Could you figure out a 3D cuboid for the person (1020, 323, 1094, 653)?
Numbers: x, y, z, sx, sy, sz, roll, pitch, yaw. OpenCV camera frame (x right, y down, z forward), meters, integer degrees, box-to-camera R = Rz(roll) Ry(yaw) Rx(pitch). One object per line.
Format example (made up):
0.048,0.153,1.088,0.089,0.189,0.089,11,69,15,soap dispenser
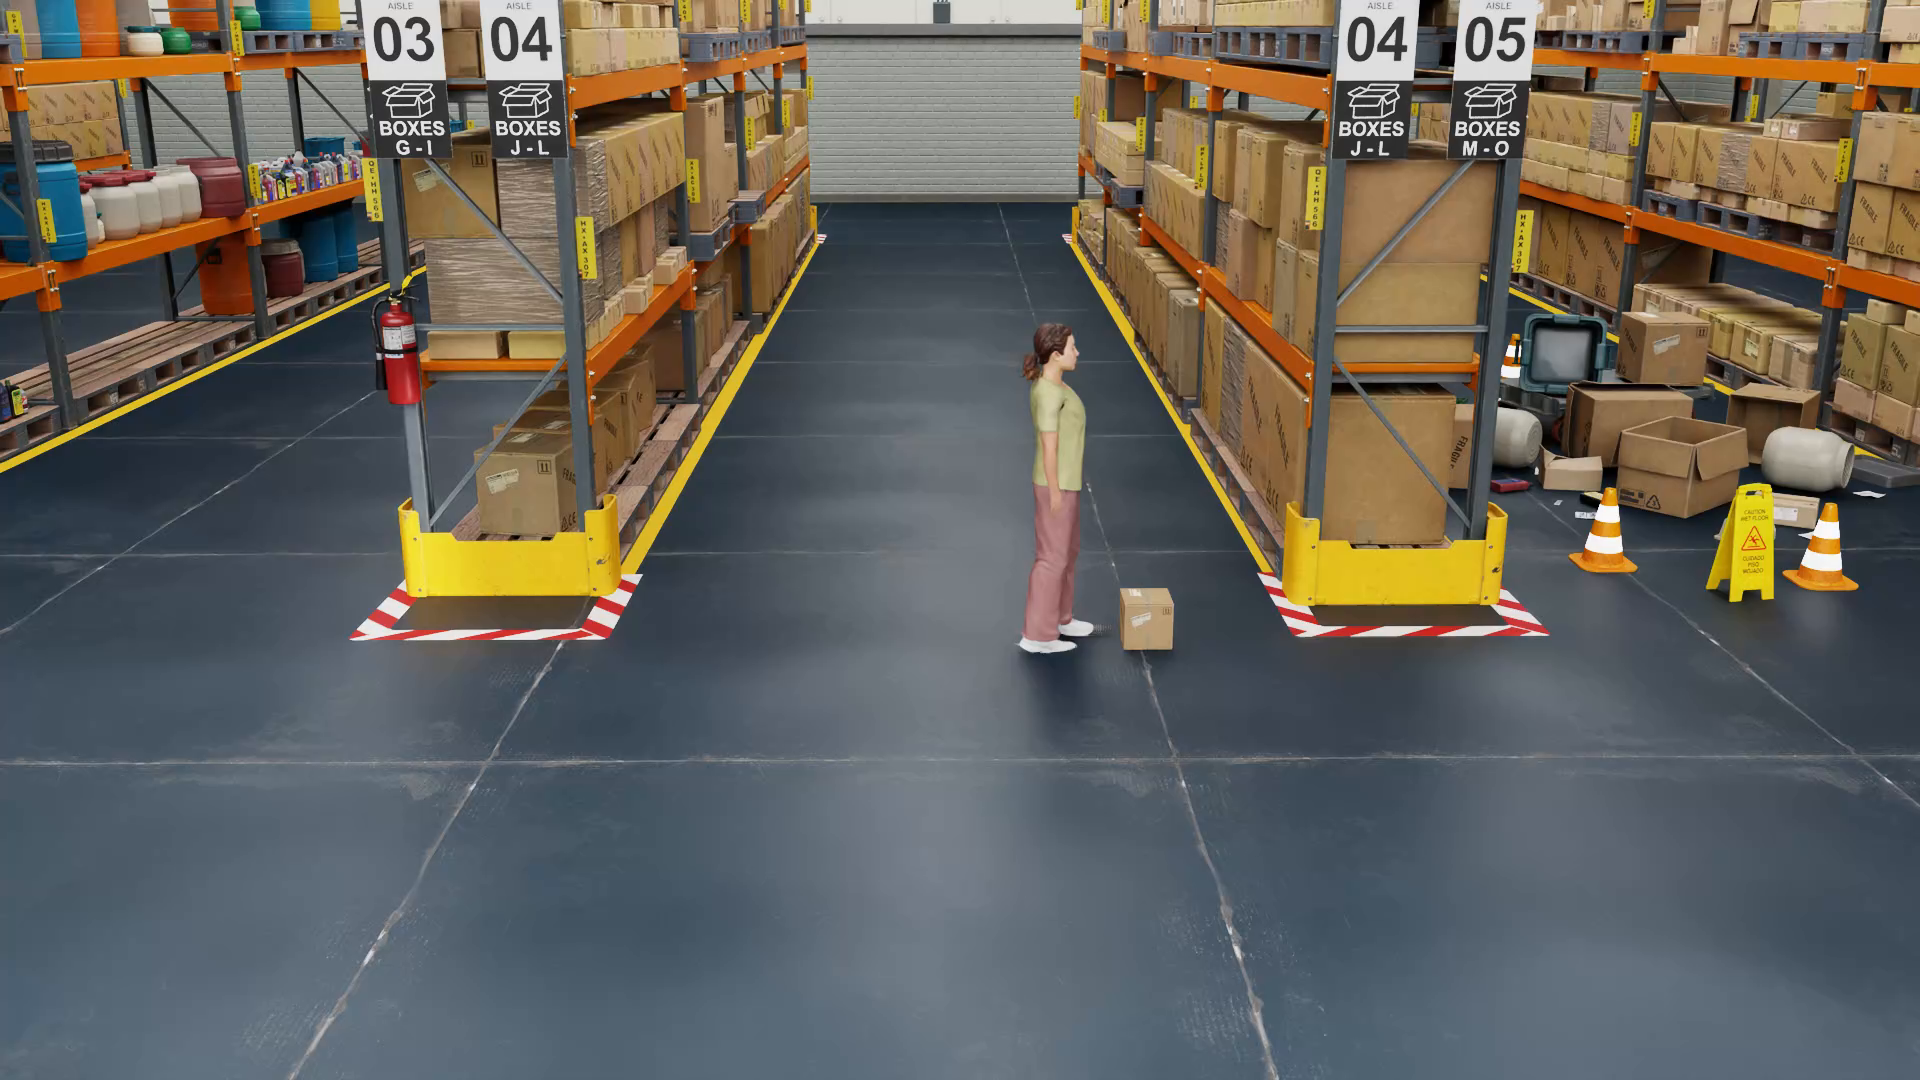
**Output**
0.500,-0.257,8.439,0.405,1.698,0.442,0,17,1,person
